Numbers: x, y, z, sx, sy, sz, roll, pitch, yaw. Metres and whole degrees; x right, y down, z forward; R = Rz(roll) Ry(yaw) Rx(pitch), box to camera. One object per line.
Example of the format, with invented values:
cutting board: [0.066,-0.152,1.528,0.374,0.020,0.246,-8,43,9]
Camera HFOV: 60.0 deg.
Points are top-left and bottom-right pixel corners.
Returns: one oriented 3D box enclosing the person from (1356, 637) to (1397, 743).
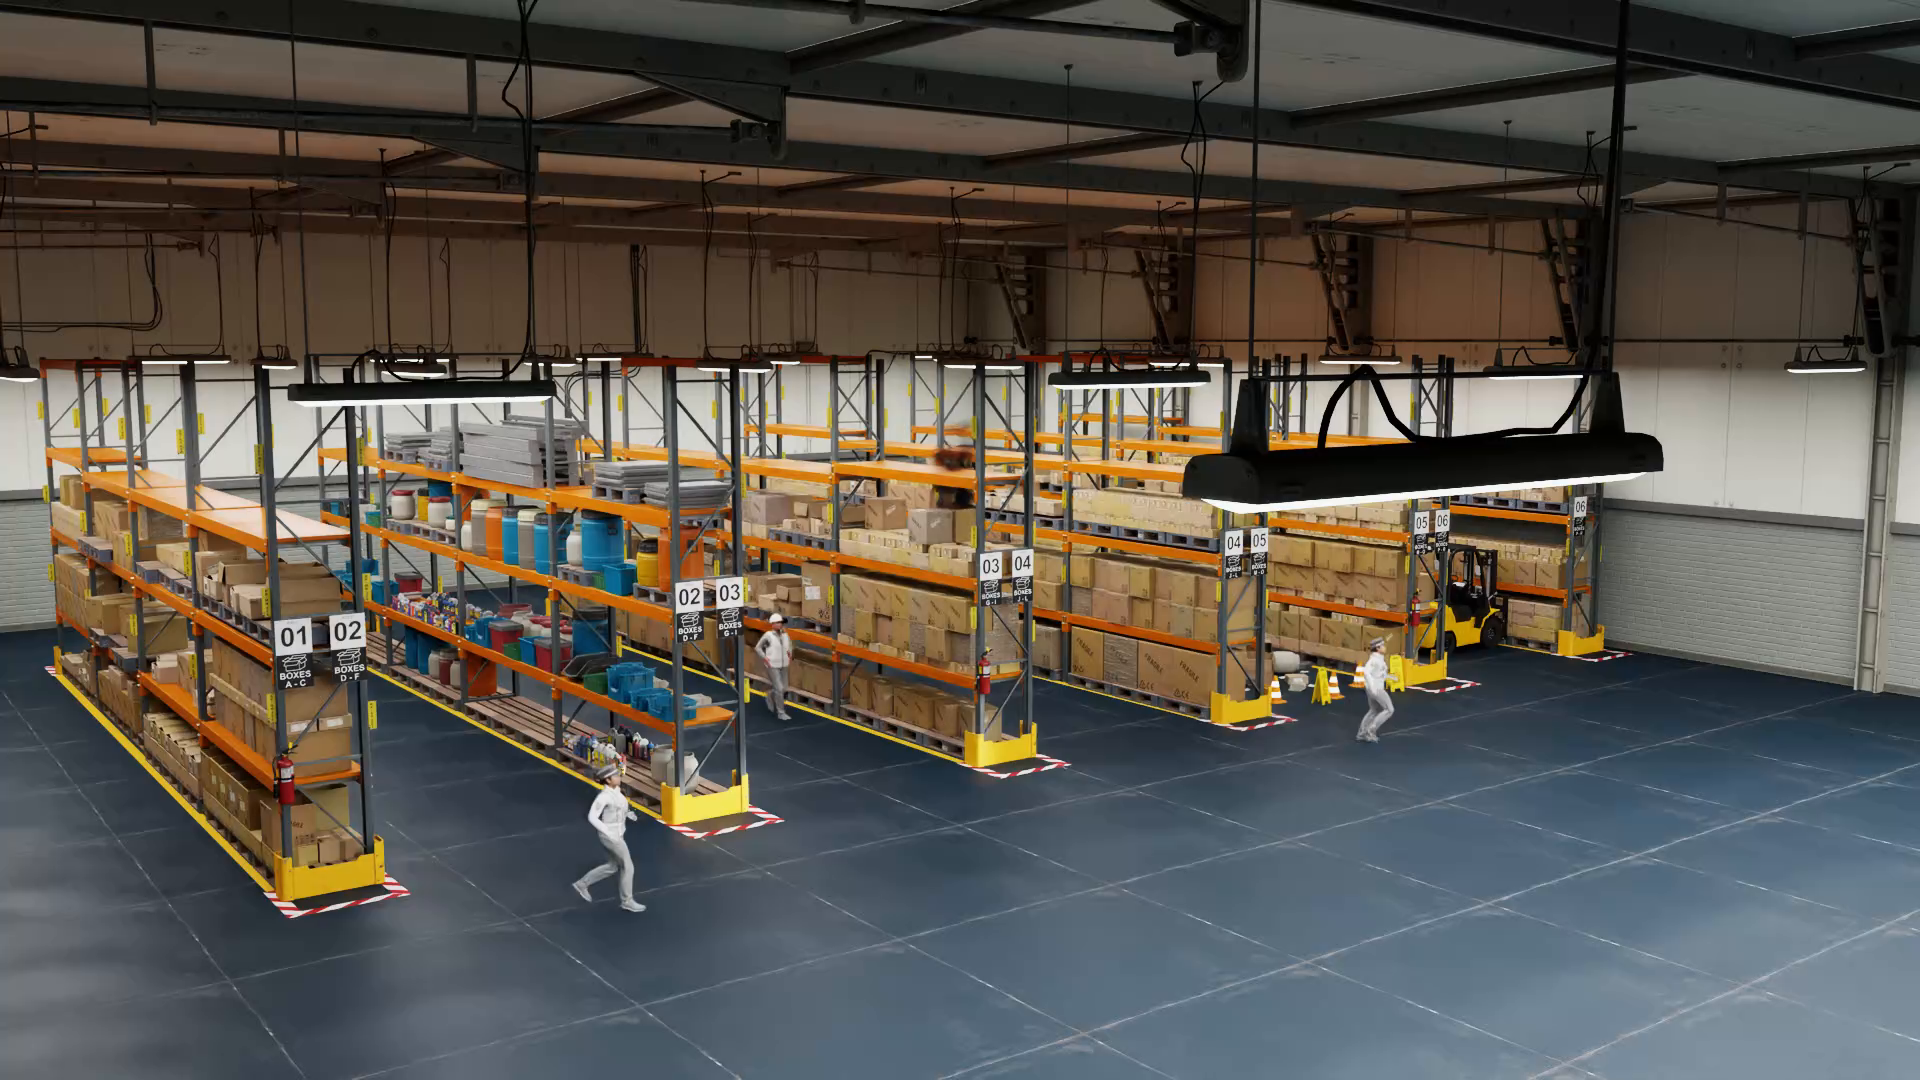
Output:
person: [6.601,2.355,26.255,0.627,1.678,0.616,1,7,5]

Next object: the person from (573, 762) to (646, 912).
person: [-3.888,3.293,18.467,0.769,1.703,0.609,0,7,-2]

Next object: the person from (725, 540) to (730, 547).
person: [-5.494,0.852,38.699,0.718,1.770,0.827,-4,8,-28]

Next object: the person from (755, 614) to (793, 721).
person: [-3.075,2.109,27.900,0.676,1.761,0.802,-6,9,-42]
